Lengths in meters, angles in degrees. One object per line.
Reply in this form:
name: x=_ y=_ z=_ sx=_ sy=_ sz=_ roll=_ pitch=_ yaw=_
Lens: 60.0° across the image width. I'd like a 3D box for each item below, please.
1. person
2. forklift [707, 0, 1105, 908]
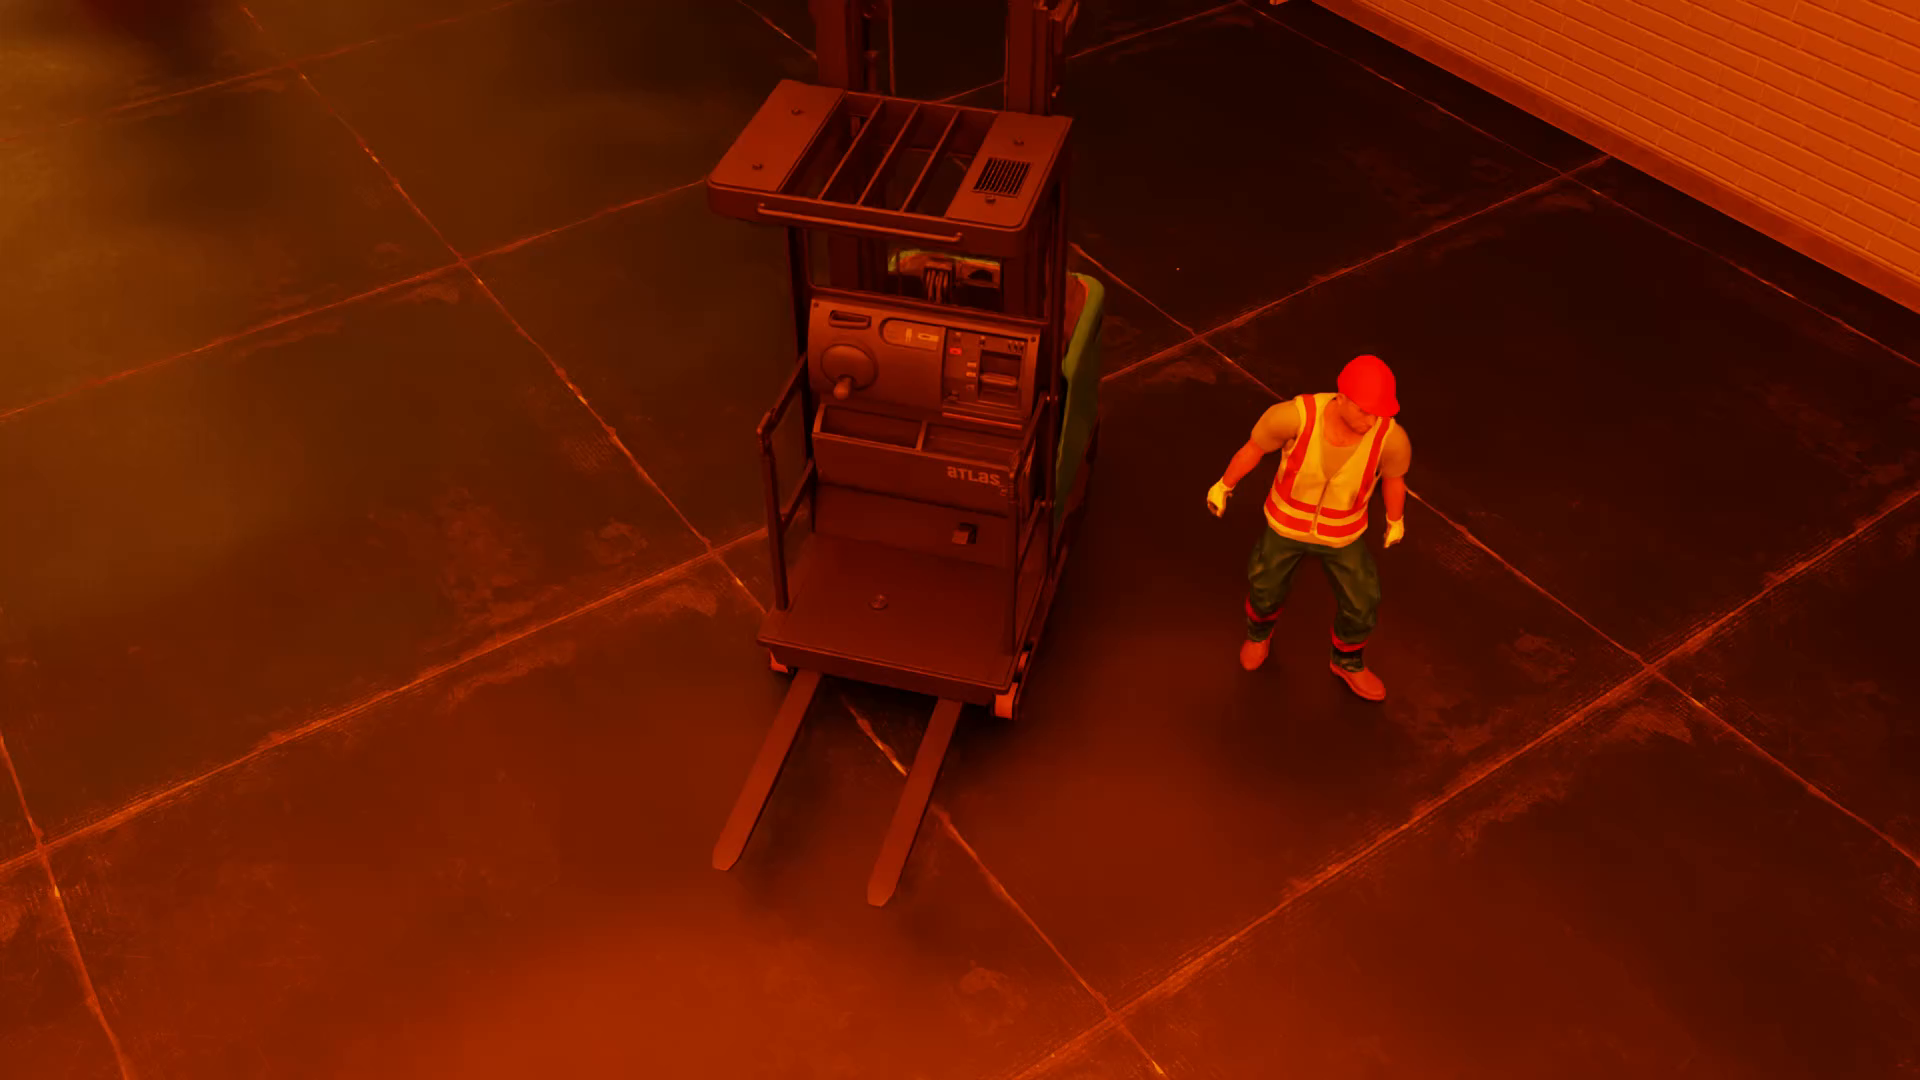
person: x=1.420 y=-0.070 z=6.696 sx=0.869 sy=1.748 sz=0.462 roll=10 pitch=44 yaw=10
forklift: x=-0.204 y=-0.618 z=6.386 sx=1.130 sy=2.935 sz=3.031 roll=11 pitch=44 yaw=11
